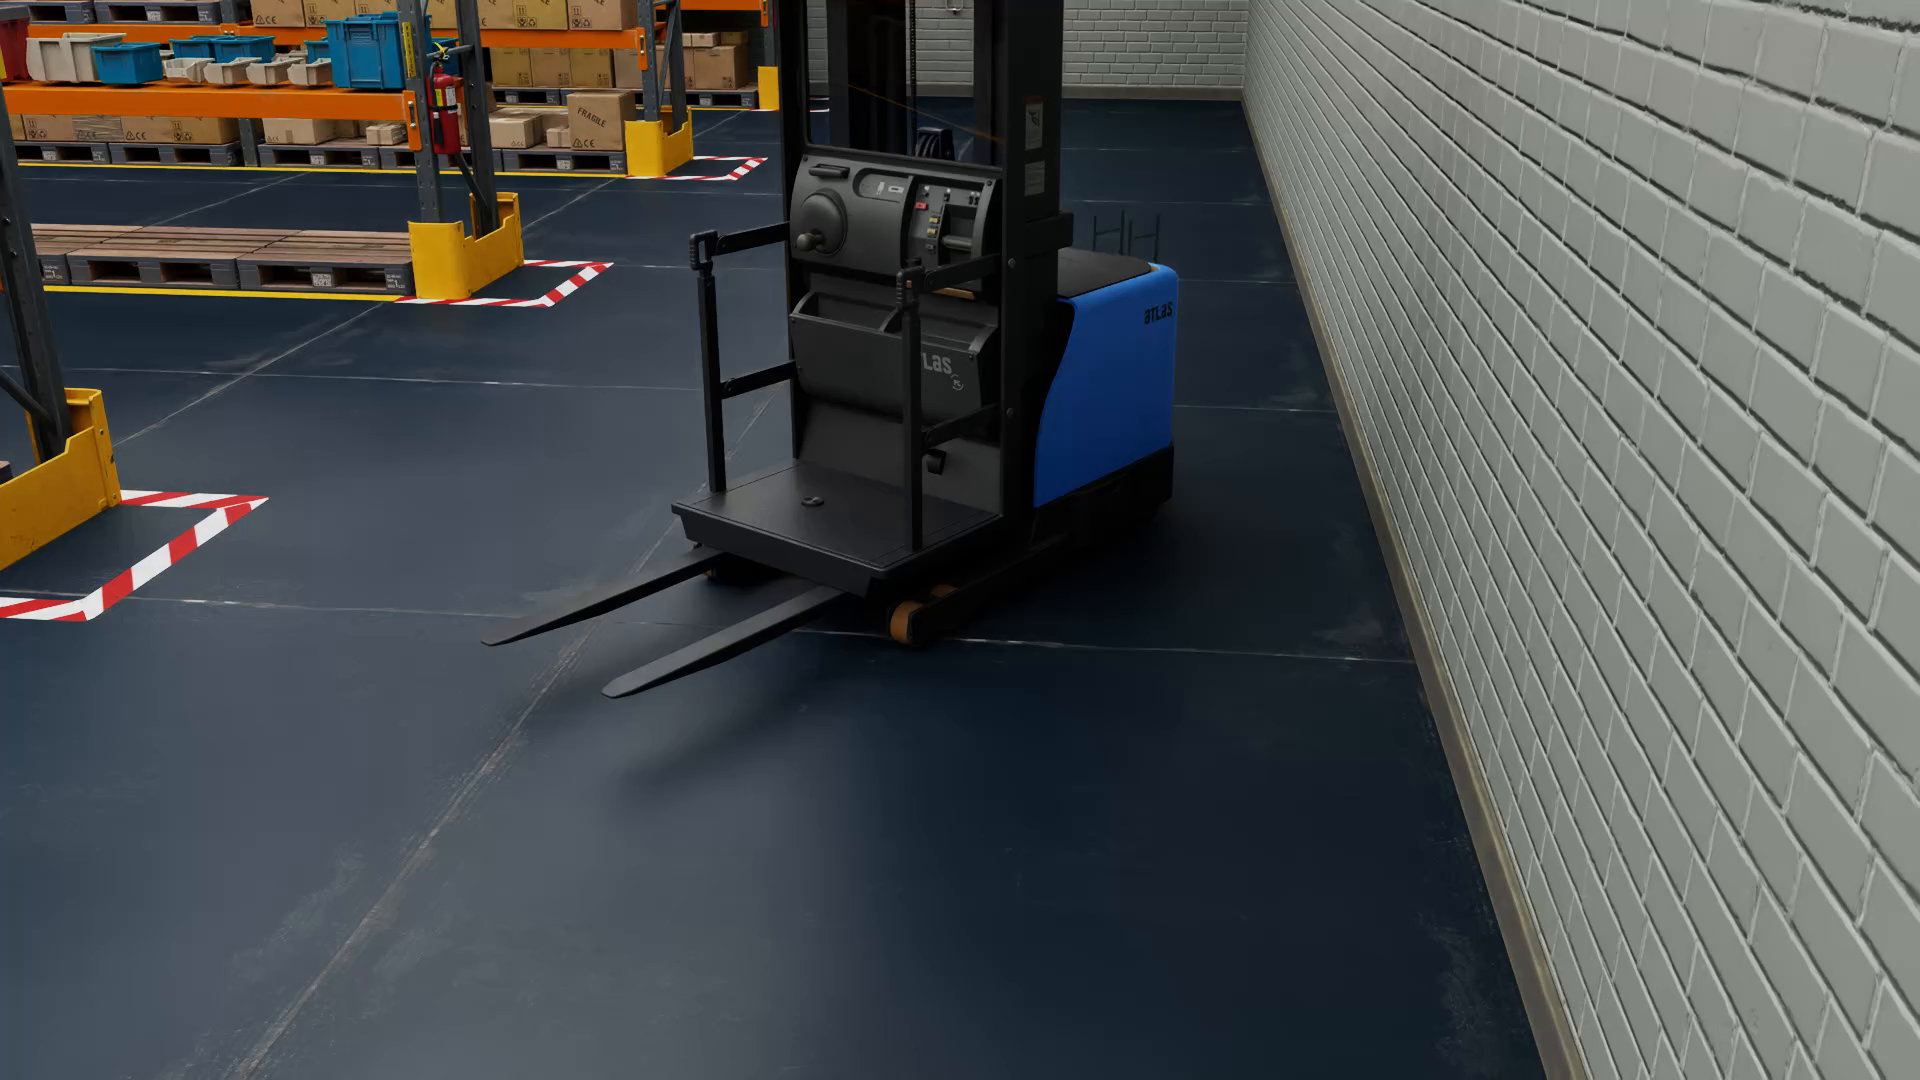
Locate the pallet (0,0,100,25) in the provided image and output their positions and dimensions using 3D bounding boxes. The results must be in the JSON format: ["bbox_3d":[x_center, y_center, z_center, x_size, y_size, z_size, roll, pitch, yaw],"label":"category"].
[{"bbox_3d":[-8.815,-5.170,16.197,1.213,0.211,1.003,2,22,6],"label":"pallet"}]

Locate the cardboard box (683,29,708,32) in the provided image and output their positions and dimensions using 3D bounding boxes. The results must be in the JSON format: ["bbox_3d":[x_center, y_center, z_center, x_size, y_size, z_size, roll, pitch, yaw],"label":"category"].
[{"bbox_3d":[-3.285,-6.222,20.543,0.250,0.149,0.380,3,22,6],"label":"cardboard box"}]

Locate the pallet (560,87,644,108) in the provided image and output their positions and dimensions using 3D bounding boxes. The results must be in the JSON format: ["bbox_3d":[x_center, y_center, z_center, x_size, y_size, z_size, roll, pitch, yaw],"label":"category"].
[{"bbox_3d":[-4.234,-5.567,20.734,1.213,0.211,1.003,2,22,6],"label":"pallet"}]

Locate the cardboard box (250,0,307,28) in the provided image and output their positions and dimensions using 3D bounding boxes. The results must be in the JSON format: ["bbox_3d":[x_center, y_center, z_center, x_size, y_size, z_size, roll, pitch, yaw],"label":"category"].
[{"bbox_3d":[-6.300,-5.093,15.607,0.500,0.500,0.500,3,22,8],"label":"cardboard box"}]

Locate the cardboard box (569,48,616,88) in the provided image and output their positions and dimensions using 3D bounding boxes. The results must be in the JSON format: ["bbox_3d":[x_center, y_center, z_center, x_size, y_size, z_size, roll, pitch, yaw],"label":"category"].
[{"bbox_3d":[-4.457,-5.894,20.598,0.500,0.500,0.700,3,22,8],"label":"cardboard box"}]

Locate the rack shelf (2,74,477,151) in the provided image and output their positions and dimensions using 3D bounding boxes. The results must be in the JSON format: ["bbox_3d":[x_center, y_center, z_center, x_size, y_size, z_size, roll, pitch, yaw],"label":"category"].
[{"bbox_3d":[-5.375,-2.939,11.272,4.000,0.370,1.077,2,22,6],"label":"rack shelf"}]

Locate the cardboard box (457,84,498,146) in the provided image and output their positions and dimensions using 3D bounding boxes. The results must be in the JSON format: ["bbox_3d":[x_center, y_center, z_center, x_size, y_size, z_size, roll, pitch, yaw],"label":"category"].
[{"bbox_3d":[-4.908,-4.133,16.110,0.637,0.503,0.797,2,22,6],"label":"cardboard box"}]

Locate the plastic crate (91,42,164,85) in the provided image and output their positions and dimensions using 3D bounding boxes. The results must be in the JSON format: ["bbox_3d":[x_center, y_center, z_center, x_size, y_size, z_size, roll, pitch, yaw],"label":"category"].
[{"bbox_3d":[-5.458,-3.132,10.929,0.300,0.233,0.416,2,22,6],"label":"plastic crate"}]

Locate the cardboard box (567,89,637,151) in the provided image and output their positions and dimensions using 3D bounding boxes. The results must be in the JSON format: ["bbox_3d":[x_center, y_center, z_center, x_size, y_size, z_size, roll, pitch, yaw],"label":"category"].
[{"bbox_3d":[-3.371,-3.971,15.706,0.500,0.500,0.500,2,22,6],"label":"cardboard box"}]

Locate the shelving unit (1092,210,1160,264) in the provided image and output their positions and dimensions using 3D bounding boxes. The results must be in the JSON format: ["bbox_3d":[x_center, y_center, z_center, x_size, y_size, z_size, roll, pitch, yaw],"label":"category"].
[{"bbox_3d":[0.714,-0.852,7.450,0.189,1.200,0.258,17,25,36],"label":"shelving unit"}]

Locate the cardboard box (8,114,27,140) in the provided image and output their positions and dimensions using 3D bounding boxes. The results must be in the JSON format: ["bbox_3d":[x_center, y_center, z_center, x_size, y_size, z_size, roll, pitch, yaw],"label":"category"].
[{"bbox_3d":[-9.310,-4.215,16.324,0.500,0.500,0.500,2,22,6],"label":"cardboard box"}]

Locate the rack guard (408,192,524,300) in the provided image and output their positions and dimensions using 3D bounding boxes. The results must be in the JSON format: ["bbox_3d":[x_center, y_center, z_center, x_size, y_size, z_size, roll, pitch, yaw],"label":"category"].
[{"bbox_3d":[-3.363,-2.028,11.390,0.348,0.500,1.175,2,22,6],"label":"rack guard"}]

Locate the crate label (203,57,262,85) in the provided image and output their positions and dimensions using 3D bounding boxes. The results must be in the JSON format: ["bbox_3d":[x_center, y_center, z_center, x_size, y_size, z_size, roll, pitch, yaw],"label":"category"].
[{"bbox_3d":[-4.785,-3.082,10.934,0.243,0.136,0.396,2,22,6],"label":"crate label"}]

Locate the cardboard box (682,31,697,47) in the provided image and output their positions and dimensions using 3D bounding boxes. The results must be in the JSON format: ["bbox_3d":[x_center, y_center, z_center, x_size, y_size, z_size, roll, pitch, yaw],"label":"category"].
[{"bbox_3d":[-3.333,-6.082,20.191,0.250,0.149,0.380,3,22,8],"label":"cardboard box"}]

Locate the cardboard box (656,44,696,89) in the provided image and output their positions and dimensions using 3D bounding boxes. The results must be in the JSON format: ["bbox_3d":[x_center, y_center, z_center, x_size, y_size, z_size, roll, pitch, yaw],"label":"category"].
[{"bbox_3d":[-3.427,-5.852,20.492,0.500,0.500,0.700,2,22,6],"label":"cardboard box"}]

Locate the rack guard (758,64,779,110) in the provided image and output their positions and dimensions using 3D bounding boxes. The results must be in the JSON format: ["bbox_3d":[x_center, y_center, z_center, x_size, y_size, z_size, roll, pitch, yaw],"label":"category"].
[{"bbox_3d":[-2.199,-5.641,20.527,0.348,0.500,1.175,2,22,6],"label":"rack guard"}]

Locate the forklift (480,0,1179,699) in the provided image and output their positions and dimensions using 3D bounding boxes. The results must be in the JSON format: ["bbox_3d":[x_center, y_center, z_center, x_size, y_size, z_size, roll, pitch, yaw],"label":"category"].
[{"bbox_3d":[-0.387,-1.184,5.947,1.130,2.935,3.031,16,27,35],"label":"forklift"}]

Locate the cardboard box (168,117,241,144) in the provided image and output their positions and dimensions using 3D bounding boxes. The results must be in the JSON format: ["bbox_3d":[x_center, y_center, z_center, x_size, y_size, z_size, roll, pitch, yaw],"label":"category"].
[{"bbox_3d":[-7.298,-4.127,16.101,0.500,0.500,0.500,2,22,6],"label":"cardboard box"}]

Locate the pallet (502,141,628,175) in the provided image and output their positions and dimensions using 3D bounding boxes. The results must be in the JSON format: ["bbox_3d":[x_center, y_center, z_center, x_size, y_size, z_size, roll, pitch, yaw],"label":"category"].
[{"bbox_3d":[-3.669,-3.736,16.103,1.213,0.211,1.003,2,22,6],"label":"pallet"}]

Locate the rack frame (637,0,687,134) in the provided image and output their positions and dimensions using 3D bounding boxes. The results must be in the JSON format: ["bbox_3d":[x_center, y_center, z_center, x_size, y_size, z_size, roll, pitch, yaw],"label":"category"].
[{"bbox_3d":[-2.802,-4.995,15.495,0.127,3.000,1.000,2,22,6],"label":"rack frame"}]

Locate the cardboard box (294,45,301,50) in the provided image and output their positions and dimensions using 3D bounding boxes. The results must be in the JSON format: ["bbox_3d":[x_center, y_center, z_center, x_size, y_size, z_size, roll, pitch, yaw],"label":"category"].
[{"bbox_3d":[-8.583,-6.226,20.960,0.750,0.750,0.750,2,22,6],"label":"cardboard box"}]

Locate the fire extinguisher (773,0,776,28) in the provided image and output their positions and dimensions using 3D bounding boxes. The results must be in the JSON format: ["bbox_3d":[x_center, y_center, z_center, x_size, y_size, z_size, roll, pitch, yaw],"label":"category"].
[{"bbox_3d":[-2.127,-6.420,19.710,0.183,0.674,0.296,2,22,6],"label":"fire extinguisher"}]

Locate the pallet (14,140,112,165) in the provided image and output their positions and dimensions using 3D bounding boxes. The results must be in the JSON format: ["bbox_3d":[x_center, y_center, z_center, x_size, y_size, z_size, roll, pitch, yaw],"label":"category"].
[{"bbox_3d":[-8.801,-3.945,16.631,1.213,0.211,1.003,2,22,6],"label":"pallet"}]

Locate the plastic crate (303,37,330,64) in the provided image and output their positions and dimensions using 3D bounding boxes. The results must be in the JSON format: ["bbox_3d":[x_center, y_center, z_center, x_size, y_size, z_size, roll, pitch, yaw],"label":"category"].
[{"bbox_3d":[-4.249,-3.296,11.344,0.300,0.233,0.416,2,22,6],"label":"plastic crate"}]

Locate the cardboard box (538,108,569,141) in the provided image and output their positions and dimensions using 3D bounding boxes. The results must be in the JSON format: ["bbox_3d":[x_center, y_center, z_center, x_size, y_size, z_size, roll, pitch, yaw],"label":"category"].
[{"bbox_3d":[-3.805,-4.070,16.296,0.500,0.250,0.500,2,22,6],"label":"cardboard box"}]

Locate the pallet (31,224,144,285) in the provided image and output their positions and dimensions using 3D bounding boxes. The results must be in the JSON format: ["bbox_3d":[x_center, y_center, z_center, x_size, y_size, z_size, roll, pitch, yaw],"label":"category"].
[{"bbox_3d":[-6.626,-2.046,11.827,1.213,0.211,1.003,2,22,6],"label":"pallet"}]

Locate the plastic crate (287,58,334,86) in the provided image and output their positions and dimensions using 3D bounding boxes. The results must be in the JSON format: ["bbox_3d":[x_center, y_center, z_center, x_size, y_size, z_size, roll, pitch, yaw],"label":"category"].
[{"bbox_3d":[-4.220,-3.061,10.881,0.243,0.136,0.396,2,22,6],"label":"plastic crate"}]

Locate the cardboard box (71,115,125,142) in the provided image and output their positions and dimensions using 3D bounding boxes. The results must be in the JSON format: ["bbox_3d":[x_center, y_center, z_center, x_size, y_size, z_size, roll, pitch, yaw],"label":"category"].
[{"bbox_3d":[-8.286,-4.174,16.218,0.500,0.500,0.500,3,22,7],"label":"cardboard box"}]

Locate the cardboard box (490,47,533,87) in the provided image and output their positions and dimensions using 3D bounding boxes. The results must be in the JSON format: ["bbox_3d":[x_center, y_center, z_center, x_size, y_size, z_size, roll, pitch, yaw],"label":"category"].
[{"bbox_3d":[-5.464,-5.940,20.714,0.500,0.500,0.700,3,22,7],"label":"cardboard box"}]

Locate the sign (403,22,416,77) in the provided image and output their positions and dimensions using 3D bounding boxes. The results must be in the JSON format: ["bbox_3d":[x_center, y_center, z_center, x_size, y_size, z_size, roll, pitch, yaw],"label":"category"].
[{"bbox_3d":[-3.437,-3.061,10.381,0.005,0.325,0.100,2,22,6],"label":"sign"}]

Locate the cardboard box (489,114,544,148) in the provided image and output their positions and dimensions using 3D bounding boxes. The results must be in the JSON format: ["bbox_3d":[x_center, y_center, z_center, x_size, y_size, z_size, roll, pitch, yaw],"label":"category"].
[{"bbox_3d":[-4.311,-3.907,15.884,0.500,0.250,0.500,2,22,6],"label":"cardboard box"}]

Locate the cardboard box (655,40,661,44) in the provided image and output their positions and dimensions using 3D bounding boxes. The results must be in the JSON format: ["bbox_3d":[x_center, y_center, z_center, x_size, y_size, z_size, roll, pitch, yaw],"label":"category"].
[{"bbox_3d":[-3.786,-6.243,20.598,0.250,0.149,0.380,3,22,7],"label":"cardboard box"}]

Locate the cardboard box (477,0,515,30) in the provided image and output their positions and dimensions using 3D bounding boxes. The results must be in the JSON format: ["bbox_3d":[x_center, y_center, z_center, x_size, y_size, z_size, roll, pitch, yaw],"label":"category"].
[{"bbox_3d":[-4.289,-5.007,15.388,0.500,0.500,0.500,3,22,7],"label":"cardboard box"}]

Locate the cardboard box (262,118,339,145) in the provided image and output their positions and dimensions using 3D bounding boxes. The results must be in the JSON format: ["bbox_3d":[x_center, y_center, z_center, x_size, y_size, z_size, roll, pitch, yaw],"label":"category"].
[{"bbox_3d":[-6.383,-4.025,16.101,0.500,0.311,0.500,2,22,6],"label":"cardboard box"}]

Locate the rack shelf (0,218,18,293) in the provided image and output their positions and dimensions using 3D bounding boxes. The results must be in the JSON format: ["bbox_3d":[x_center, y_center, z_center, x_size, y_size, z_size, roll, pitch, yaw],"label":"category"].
[{"bbox_3d":[-5.958,-1.131,6.698,4.000,0.370,1.077,2,22,6],"label":"rack shelf"}]

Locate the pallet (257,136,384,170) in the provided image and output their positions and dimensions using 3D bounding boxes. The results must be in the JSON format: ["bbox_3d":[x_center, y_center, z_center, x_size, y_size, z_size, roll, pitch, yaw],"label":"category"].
[{"bbox_3d":[-6.092,-3.841,16.370,1.213,0.211,1.003,2,22,6],"label":"pallet"}]

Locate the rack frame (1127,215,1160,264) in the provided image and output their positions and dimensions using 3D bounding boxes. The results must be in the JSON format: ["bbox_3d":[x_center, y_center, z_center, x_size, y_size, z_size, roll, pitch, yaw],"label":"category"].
[{"bbox_3d":[0.785,-0.831,7.397,0.006,1.200,0.240,17,25,36],"label":"rack frame"}]

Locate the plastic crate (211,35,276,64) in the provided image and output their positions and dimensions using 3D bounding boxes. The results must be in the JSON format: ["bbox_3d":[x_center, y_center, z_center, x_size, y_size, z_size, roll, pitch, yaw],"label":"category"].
[{"bbox_3d":[-4.903,-3.325,11.416,0.300,0.233,0.416,2,22,6],"label":"plastic crate"}]

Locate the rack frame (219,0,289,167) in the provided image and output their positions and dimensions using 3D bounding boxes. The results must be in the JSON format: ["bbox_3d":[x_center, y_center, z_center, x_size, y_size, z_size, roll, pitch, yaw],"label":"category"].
[{"bbox_3d":[-6.774,-5.168,15.933,0.127,3.000,1.000,2,22,6],"label":"rack frame"}]

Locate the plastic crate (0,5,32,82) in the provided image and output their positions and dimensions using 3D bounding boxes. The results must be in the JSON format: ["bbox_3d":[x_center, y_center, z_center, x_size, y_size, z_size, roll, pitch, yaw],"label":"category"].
[{"bbox_3d":[-6.504,-3.288,11.007,0.583,0.464,0.402,2,22,6],"label":"plastic crate"}]

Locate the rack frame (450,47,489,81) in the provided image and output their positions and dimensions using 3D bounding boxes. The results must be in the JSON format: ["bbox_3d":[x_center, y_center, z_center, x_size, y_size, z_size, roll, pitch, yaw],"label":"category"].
[{"bbox_3d":[-6.195,-6.977,20.508,0.127,3.000,1.000,2,22,6],"label":"rack frame"}]

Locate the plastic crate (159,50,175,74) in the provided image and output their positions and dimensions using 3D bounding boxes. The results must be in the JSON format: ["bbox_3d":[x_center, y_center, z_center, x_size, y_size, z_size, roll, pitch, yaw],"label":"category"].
[{"bbox_3d":[-5.596,-3.300,11.483,0.466,0.136,0.293,2,22,6],"label":"plastic crate"}]

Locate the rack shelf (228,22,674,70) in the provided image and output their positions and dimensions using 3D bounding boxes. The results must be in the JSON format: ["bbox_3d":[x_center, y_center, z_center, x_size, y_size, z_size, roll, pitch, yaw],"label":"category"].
[{"bbox_3d":[-4.788,-4.747,15.846,4.000,0.370,1.077,2,22,6],"label":"rack shelf"}]

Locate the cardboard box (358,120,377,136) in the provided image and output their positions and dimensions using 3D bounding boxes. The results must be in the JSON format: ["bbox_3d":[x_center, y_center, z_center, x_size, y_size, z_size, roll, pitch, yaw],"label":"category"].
[{"bbox_3d":[-5.796,-4.132,16.590,0.250,0.149,0.380,2,22,6],"label":"cardboard box"}]

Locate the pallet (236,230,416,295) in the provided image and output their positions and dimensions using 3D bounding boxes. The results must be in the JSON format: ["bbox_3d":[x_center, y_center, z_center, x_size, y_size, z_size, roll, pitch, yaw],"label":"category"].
[{"bbox_3d":[-4.203,-1.940,11.560,1.213,0.211,1.003,2,22,6],"label":"pallet"}]

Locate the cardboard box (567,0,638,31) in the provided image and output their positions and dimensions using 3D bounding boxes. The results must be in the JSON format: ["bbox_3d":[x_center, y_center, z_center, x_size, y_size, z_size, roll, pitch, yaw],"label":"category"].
[{"bbox_3d":[-3.279,-4.962,15.274,0.500,0.500,0.500,3,22,8],"label":"cardboard box"}]

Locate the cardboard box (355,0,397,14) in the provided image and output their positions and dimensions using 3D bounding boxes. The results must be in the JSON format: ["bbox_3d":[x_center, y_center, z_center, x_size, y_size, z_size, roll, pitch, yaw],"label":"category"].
[{"bbox_3d":[-5.295,-5.050,15.497,0.500,0.500,0.500,2,22,6],"label":"cardboard box"}]
